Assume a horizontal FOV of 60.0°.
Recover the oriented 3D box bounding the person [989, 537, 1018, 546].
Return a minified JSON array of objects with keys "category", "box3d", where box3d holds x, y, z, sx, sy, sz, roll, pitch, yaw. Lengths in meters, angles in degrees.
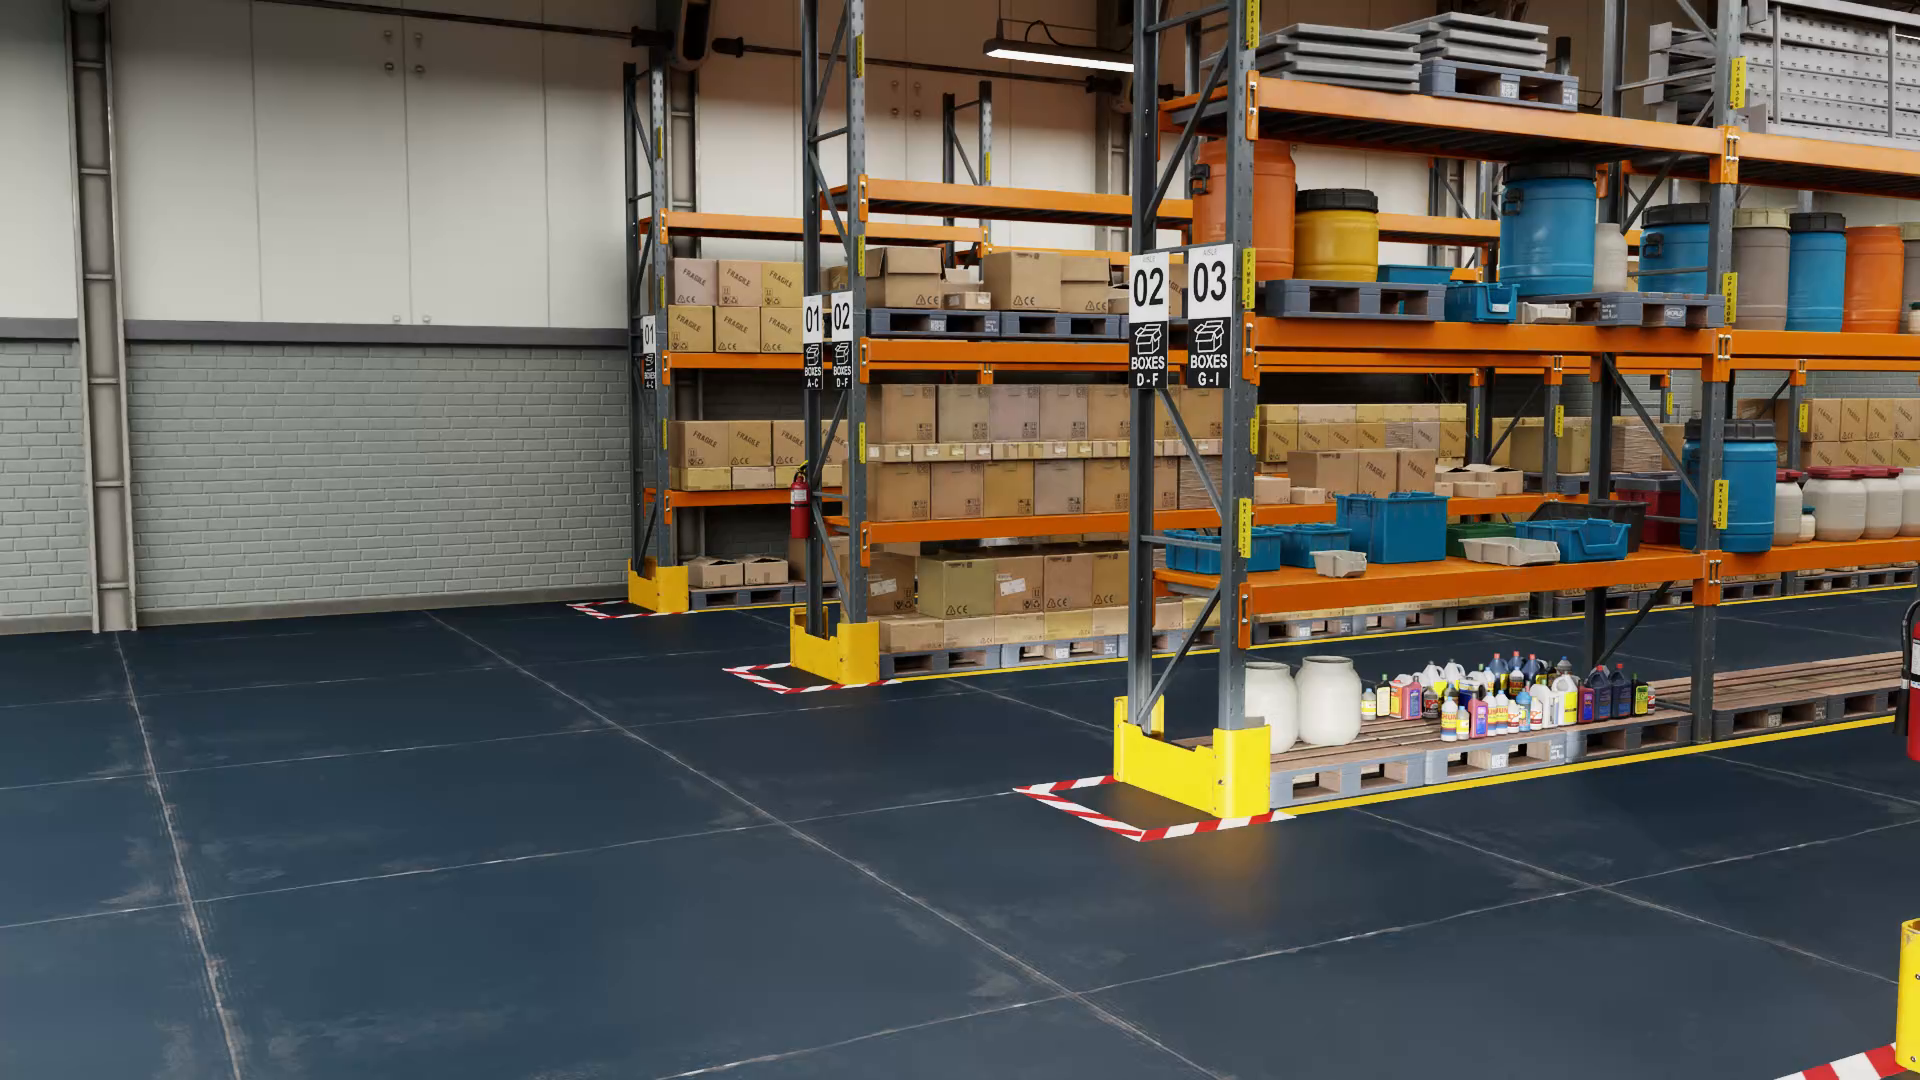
[{"category":"person","box3d":[0.557,-0.106,18.568,0.514,1.692,0.441,-3,6,-29]}]
